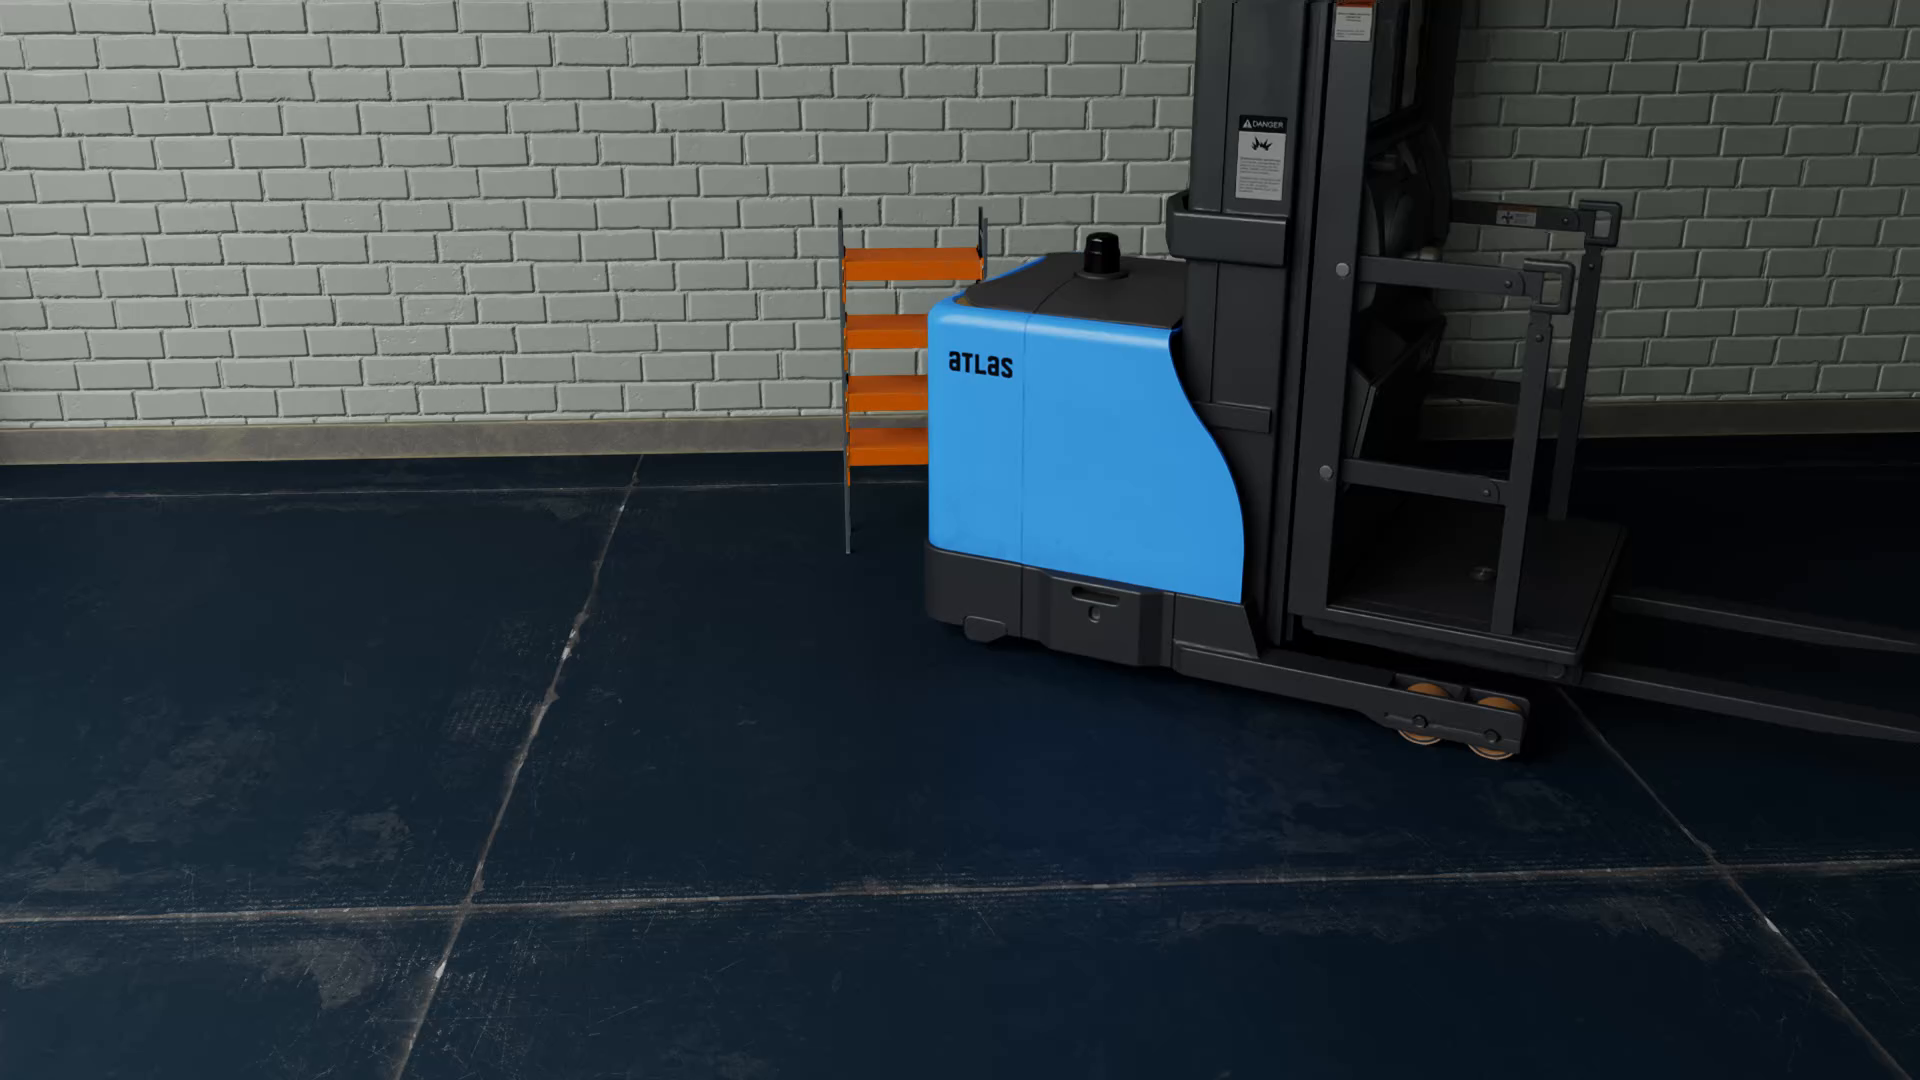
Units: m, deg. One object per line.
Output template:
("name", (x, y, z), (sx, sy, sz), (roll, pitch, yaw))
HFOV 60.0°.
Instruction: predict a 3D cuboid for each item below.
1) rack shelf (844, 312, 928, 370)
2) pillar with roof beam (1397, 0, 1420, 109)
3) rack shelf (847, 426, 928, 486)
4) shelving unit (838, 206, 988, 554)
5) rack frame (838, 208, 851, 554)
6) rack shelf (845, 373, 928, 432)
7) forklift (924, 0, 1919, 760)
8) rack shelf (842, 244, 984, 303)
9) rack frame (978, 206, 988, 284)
("rack shelf", (-0.165, -0.704, 5.843), (0.480, 0.148, 0.258), (-1, 21, -3))
("pillar with roof beam", (1.898, -3.061, 1.512), (0.400, 9.000, 9.100), (-1, 21, -3))
("rack shelf", (-0.165, -0.309, 5.993), (0.480, 0.148, 0.258), (-1, 21, -3))
("shelving unit", (-0.165, -0.557, 5.899), (0.503, 1.200, 0.258), (-1, 21, -3))
("rack frame", (-0.409, -0.552, 5.886), (0.015, 1.200, 0.240), (-1, 21, -3))
("rack shelf", (-0.165, -0.494, 5.923), (0.480, 0.148, 0.258), (-1, 21, -3))
("forklift", (1.439, -0.985, 4.589), (3.031, 2.935, 1.130), (10, 23, 25))
("rack shelf", (-0.165, -0.925, 5.759), (0.480, 0.148, 0.258), (-1, 21, -3))
("rack frame", (0.078, -0.562, 5.912), (0.015, 1.200, 0.240), (-1, 21, -3))
